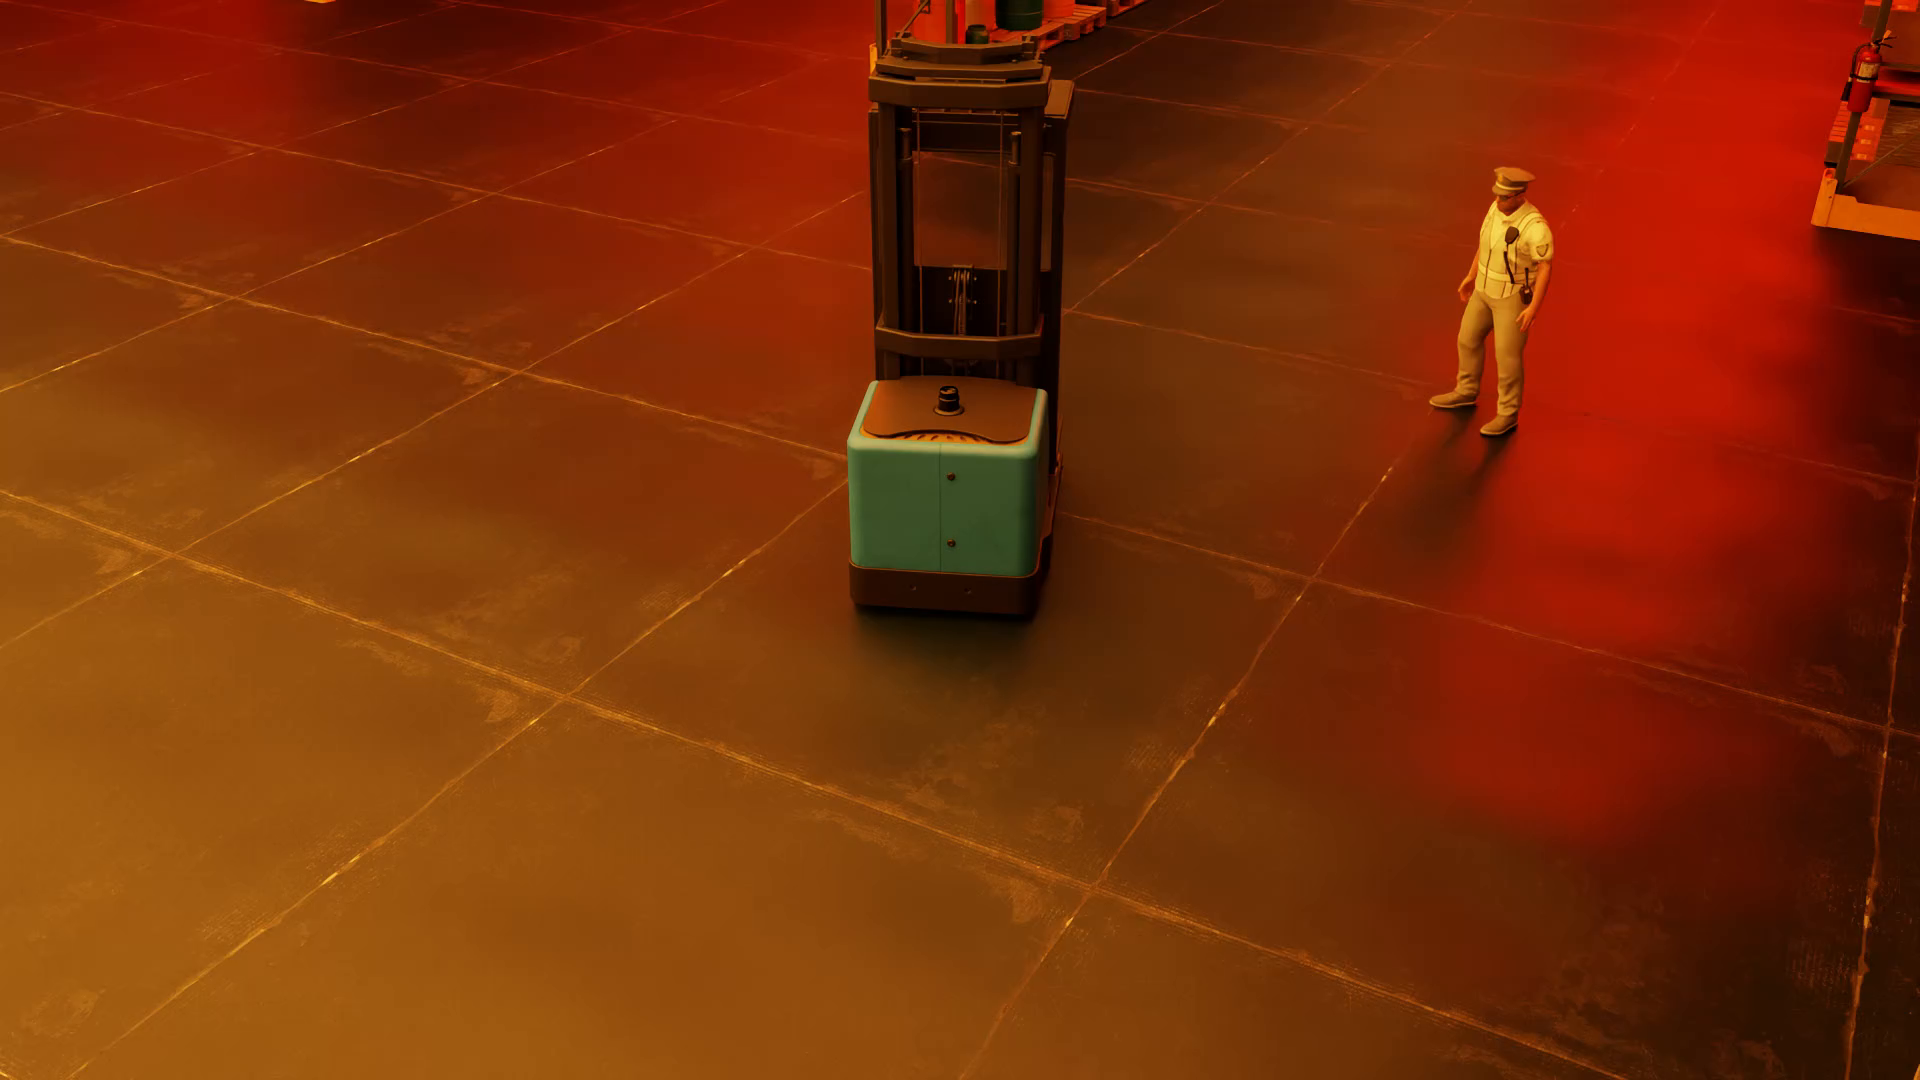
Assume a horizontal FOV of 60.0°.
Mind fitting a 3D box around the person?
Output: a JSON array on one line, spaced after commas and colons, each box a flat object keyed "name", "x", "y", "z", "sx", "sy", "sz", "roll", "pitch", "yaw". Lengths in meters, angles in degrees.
[{"name": "person", "x": 3.603, "y": -1.629, "z": 11.080, "sx": 0.463, "sy": 1.751, "sz": 0.664, "roll": -13, "pitch": 32, "yaw": -21}]

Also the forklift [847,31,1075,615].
[{"name": "forklift", "x": 0.072, "y": -1.572, "z": 9.794, "sx": 1.130, "sy": 2.935, "sz": 3.031, "roll": 3, "pitch": 30, "yaw": 6}]
